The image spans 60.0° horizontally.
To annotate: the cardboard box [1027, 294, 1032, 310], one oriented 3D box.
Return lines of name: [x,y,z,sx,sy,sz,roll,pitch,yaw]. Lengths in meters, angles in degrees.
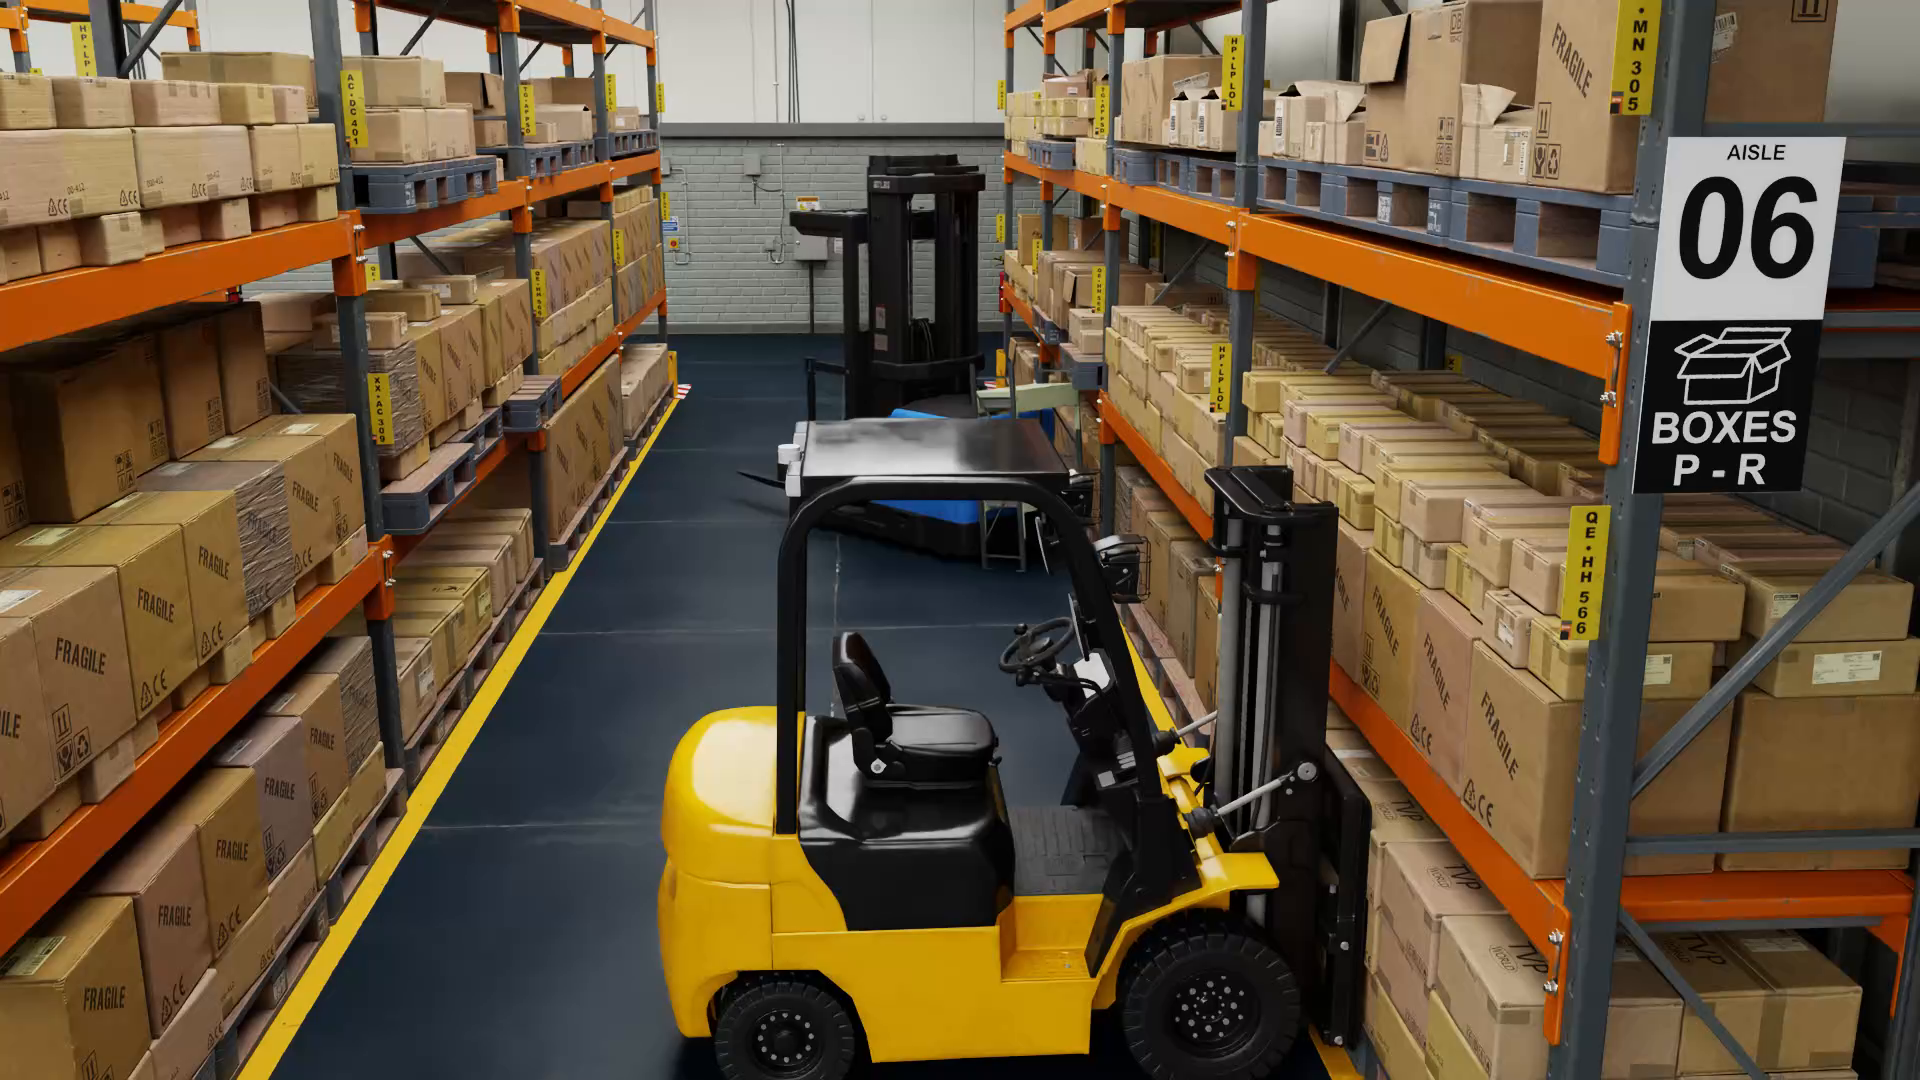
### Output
cardboard box: [0.886,-2.446,17.019,0.380,0.149,0.250,-1,14,-4]

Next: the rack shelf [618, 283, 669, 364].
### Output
rack shelf: [-3.809,-2.307,17.415,1.077,0.370,4.000,-1,14,-3]

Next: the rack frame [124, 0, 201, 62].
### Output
rack frame: [-8.867,-5.956,18.117,1.000,3.000,0.127,-1,14,-3]

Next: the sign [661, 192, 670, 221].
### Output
sign: [-3.391,-3.833,19.104,0.100,0.325,0.005,-1,14,-3]

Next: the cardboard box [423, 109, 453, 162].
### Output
cardboard box: [-2.858,-2.029,8.331,0.500,0.250,0.500,-1,14,-4]

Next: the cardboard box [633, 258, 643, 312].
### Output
cardboard box: [-3.505,-2.576,16.817,0.500,0.500,0.500,-1,14,-3]

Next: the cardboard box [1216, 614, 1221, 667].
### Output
cardboard box: [1.481,0.524,7.640,0.500,0.250,0.500,-1,14,-4]

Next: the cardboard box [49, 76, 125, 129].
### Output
cardboard box: [-2.732,-1.297,4.934,0.380,0.149,0.250,0,14,-2]

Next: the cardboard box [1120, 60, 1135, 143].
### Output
cardboard box: [1.318,-2.809,10.662,0.500,0.500,0.500,-1,14,-3]

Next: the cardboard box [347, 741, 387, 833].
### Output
cardboard box: [-2.885,1.103,7.395,0.500,0.250,0.500,0,14,-1]

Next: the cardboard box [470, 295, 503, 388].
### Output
cardboard box: [-3.056,-1.196,10.015,0.500,0.500,0.500,-2,15,-7]

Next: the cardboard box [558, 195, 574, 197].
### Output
cardboard box: [-4.021,-3.330,16.440,0.380,0.149,0.250,-1,14,-4]

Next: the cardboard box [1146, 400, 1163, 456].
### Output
cardboard box: [1.396,-0.671,9.917,0.500,0.250,0.500,0,14,-2]

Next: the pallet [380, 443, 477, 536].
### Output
pallet: [-3.092,-0.267,8.431,1.003,0.211,1.213,-1,14,-3]

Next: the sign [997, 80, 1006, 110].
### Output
sign: [0.479,-5.098,19.045,0.100,0.325,0.005,-1,14,-3]

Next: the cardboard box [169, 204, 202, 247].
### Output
cardboard box: [-2.884,-1.103,5.779,0.380,0.149,0.250,-1,14,-2]

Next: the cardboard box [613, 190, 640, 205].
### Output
cardboard box: [-3.577,-3.597,17.476,0.380,0.149,0.250,-1,14,-2]

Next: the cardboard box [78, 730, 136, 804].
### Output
cardboard box: [-2.691,0.667,4.918,0.380,0.149,0.250,-1,14,-3]

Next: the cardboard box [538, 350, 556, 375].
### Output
cardboard box: [-3.217,-1.216,12.033,0.500,0.250,0.500,-1,14,-4]

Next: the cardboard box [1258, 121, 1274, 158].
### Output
cardboard box: [1.489,-1.712,7.102,0.380,0.149,0.250,-1,14,-2]

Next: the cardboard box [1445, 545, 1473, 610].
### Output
cardboard box: [1.706,0.114,5.060,0.380,0.149,0.250,-1,14,-4]

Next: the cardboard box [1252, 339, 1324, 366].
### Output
cardboard box: [1.909,-1.079,9.697,0.380,0.149,0.250,-1,14,-3]

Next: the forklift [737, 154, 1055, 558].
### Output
forklift: [-0.644,-1.585,13.304,1.130,2.935,3.031,-14,20,-42]

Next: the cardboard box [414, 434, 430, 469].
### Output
cardboard box: [-2.915,-0.454,8.434,0.380,0.149,0.250,-1,14,-2]

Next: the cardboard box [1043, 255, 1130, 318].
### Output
cardboard box: [1.107,-2.234,14.648,0.700,0.500,0.500,-1,14,-3]

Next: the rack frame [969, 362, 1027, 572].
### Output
rack frame: [0.272,-0.519,11.946,0.400,1.500,0.023,3,11,42]

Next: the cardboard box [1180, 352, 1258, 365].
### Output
cardboard box: [1.423,-0.945,9.176,0.380,0.149,0.250,-1,14,-5]

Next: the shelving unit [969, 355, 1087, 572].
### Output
shelving unit: [0.514,-0.573,12.215,0.431,1.500,0.755,3,11,42]

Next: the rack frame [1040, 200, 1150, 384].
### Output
rack frame: [1.269,-2.235,15.694,1.000,3.000,0.127,-1,14,-3]

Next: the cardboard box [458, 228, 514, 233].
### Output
cardboard box: [-3.857,-2.326,13.838,0.500,0.500,0.500,-1,14,-5]

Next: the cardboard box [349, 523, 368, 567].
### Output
cardboard box: [-2.865,0.029,7.399,0.380,0.149,0.250,-1,14,-4]

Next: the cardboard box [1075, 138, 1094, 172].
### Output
cardboard box: [1.179,-2.994,12.923,0.500,0.250,0.500,-1,14,-3]

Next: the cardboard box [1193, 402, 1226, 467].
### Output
cardboard box: [1.479,-0.533,8.377,0.500,0.250,0.500,-1,14,-5]

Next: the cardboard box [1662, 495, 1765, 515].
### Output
cardboard box: [2.191,-0.037,5.051,0.380,0.149,0.250,-1,14,-3]

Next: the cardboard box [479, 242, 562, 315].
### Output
cardboard box: [-3.264,-1.945,12.359,0.500,0.500,0.500,-1,14,-3]

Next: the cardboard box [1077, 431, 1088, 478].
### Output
cardboard box: [1.220,-0.590,13.473,0.500,0.500,0.500,0,14,-1]

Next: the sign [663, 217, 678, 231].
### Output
sign: [-4.358,-4.700,24.730,0.327,0.218,0.001,-1,14,-3]

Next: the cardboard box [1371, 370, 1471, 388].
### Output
cardboard box: [2.086,-0.677,7.540,0.380,0.149,0.250,-1,14,-3]

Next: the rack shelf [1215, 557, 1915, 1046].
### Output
rack shelf: [1.888,0.600,6.118,1.077,0.370,4.000,-1,14,-3]

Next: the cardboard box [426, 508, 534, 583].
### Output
cardboard box: [-3.412,0.047,11.254,0.950,0.372,0.625,-2,15,-7]

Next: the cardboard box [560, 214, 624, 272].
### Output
cardboard box: [-3.473,-2.812,15.730,0.500,0.500,0.500,-1,14,-3]

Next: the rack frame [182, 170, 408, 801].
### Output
rack frame: [-3.190,-0.168,7.660,1.000,3.000,0.127,-1,14,-3]

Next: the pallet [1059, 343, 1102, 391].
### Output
pallet: [1.404,-1.315,12.502,1.213,0.211,1.003,-1,14,-3]

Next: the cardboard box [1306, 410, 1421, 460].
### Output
cardboard box: [1.575,-0.412,6.507,0.380,0.149,0.250,-1,14,-4]

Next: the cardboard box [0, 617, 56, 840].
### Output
cardboard box: [-2.694,0.512,4.218,0.500,0.500,0.500,-1,14,-4]

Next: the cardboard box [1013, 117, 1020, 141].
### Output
cardboard box: [0.847,-4.386,17.737,0.500,0.250,0.500,-1,14,-5]

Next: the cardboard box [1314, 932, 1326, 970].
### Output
cardboard box: [1.570,1.388,6.286,0.500,0.250,0.500,0,14,-2]

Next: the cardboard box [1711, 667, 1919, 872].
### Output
cardboard box: [2.259,0.573,4.578,0.500,0.500,0.500,0,14,-2]

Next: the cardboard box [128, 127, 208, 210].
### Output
cardboard box: [-2.797,-1.208,5.385,0.500,0.250,0.500,-1,14,-2]

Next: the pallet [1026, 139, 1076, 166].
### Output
pallet: [1.239,-3.434,14.709,1.213,0.211,1.003,-1,14,-3]

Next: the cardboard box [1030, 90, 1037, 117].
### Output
cardboard box: [0.957,-4.249,16.203,0.500,0.250,0.500,-1,14,-4]

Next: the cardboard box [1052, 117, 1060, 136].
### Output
cardboard box: [0.963,-3.420,13.741,0.380,0.149,0.250,-1,14,-2]

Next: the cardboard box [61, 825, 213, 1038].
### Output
cardboard box: [-2.755,1.251,5.315,0.500,0.500,0.500,-1,14,-6]

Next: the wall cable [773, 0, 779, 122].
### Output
wall cable: [-3.816,-7.479,24.035,2.355,3.000,0.029,-1,14,-3]

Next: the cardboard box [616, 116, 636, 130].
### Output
cardboard box: [-3.710,-4.522,18.022,0.380,0.149,0.250,-2,15,-8]

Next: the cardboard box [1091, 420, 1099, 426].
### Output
cardboard box: [1.242,-0.866,13.245,0.380,0.149,0.250,0,14,-2]

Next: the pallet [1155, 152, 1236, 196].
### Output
pallet: [1.720,-2.156,9.746,1.003,0.211,1.213,0,14,-1]
